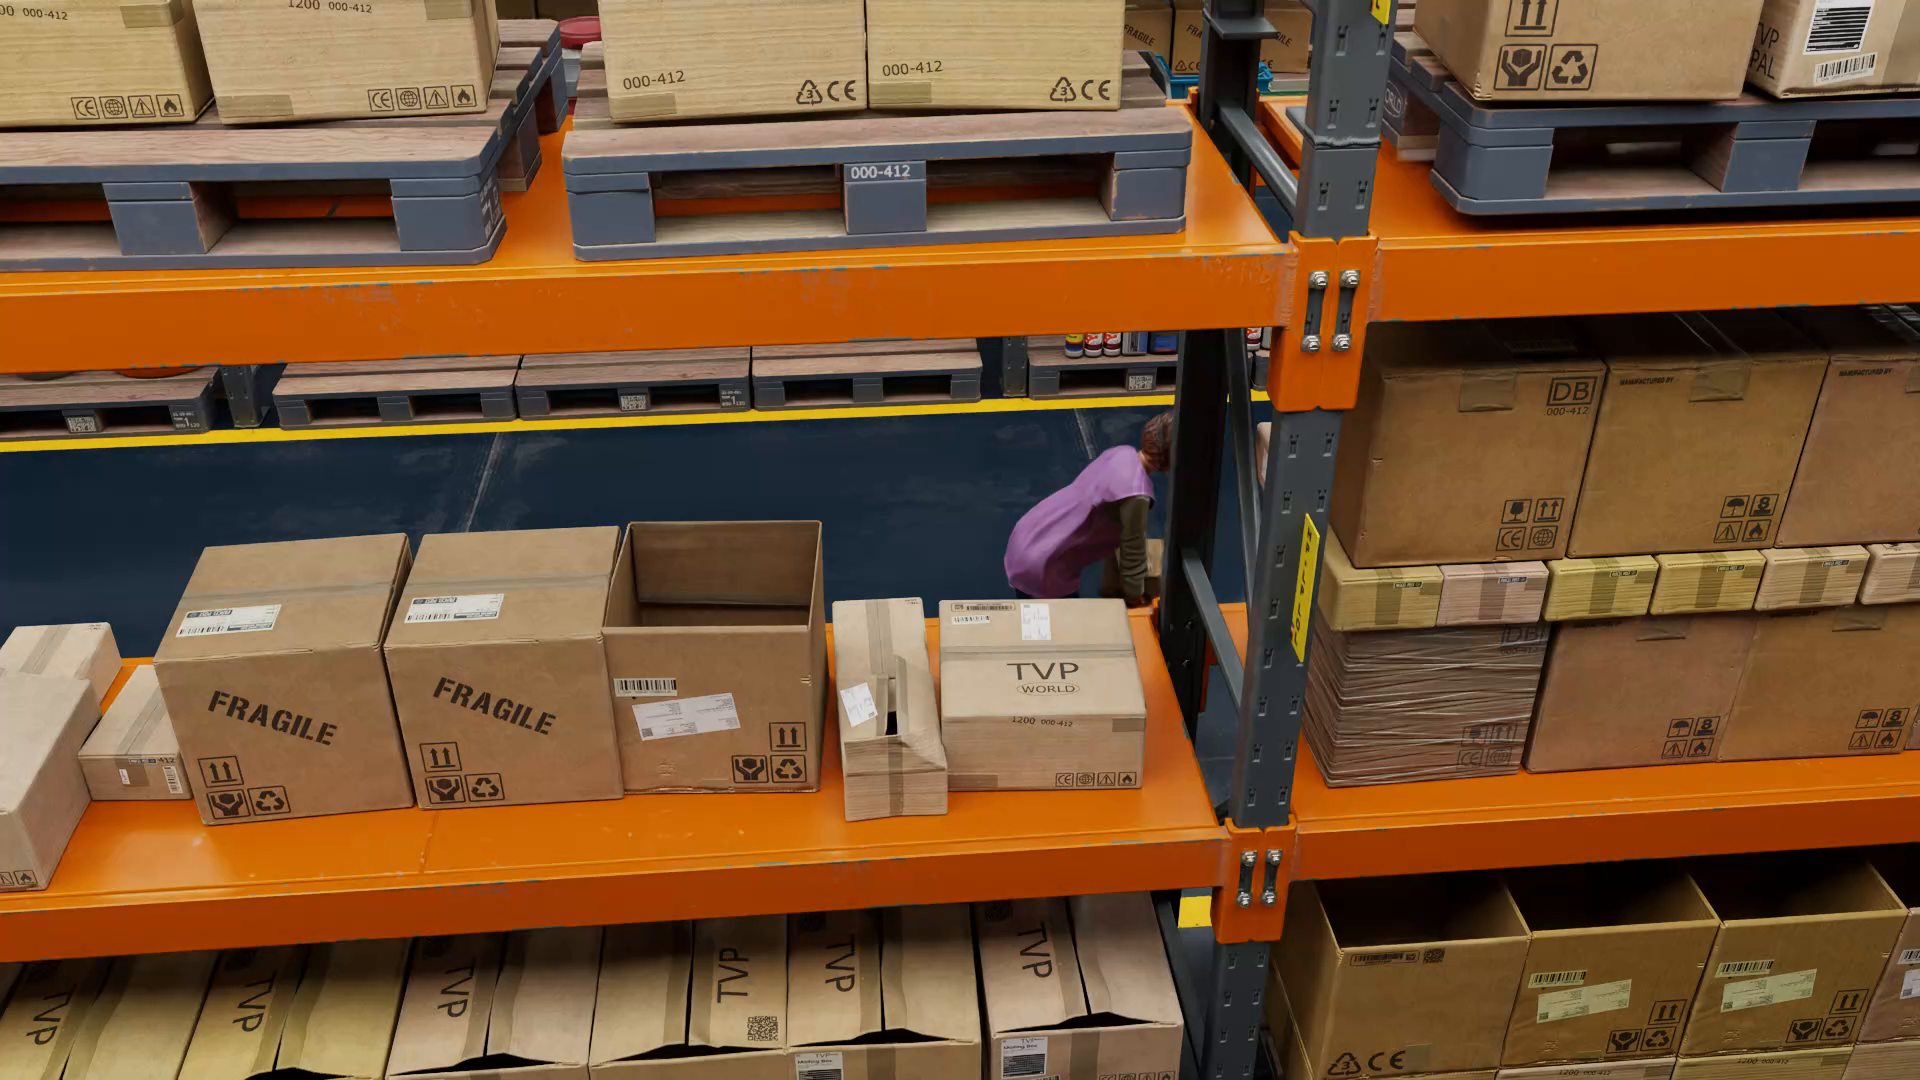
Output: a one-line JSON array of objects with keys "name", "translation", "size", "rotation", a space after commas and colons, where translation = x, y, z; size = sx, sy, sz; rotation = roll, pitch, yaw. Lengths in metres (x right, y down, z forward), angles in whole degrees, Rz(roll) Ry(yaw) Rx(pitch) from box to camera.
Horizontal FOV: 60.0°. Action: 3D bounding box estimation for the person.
[{"name": "person", "translation": [0.400, 0.104, 5.967], "size": [0.461, 1.600, 0.440], "rotation": [-1, 32, -2]}]
